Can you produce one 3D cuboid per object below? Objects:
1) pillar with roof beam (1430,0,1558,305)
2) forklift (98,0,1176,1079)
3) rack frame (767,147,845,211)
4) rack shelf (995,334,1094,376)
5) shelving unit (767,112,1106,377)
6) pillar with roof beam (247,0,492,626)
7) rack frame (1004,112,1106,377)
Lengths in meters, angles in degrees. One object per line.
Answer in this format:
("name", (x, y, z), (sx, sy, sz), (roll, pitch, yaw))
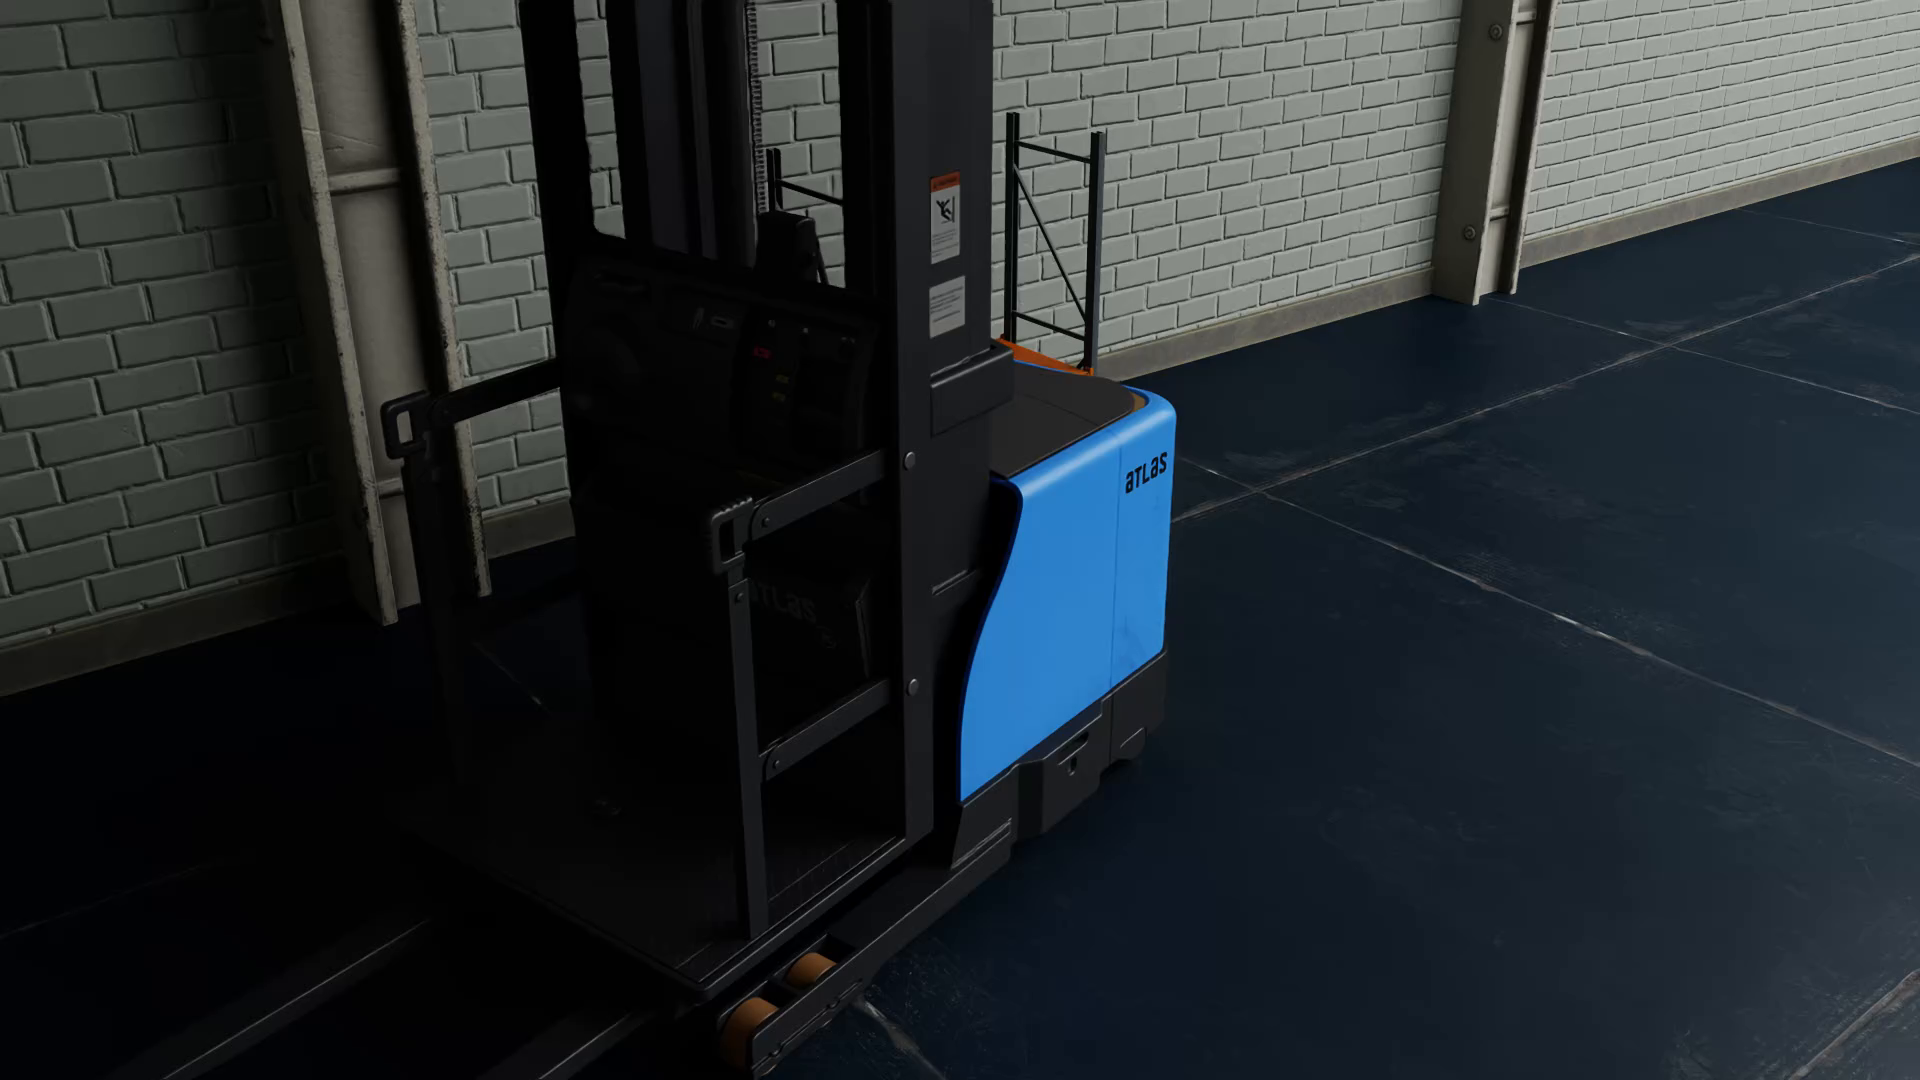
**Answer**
("pillar with roof beam", (5.485, -4.025, 4.233), (0.400, 9.000, 9.100), (-18, 31, -34))
("forklift", (-0.680, -0.375, 3.577), (1.130, 2.935, 3.031), (18, 30, 33))
("rack frame", (-0.467, -0.526, 5.602), (0.032, 1.500, 0.500), (-18, 31, -34))
("rack shelf", (-0.067, -0.495, 5.962), (1.000, 0.185, 0.538), (-18, 31, -34))
("shelving unit", (-0.060, -0.661, 5.892), (1.083, 1.500, 0.587), (-18, 31, -34))
("pillar with roof beam", (0.764, -2.466, 0.874), (0.400, 9.000, 9.100), (-18, 31, -34))
("rack frame", (0.333, -0.790, 6.171), (0.032, 1.500, 0.500), (-18, 31, -34))
